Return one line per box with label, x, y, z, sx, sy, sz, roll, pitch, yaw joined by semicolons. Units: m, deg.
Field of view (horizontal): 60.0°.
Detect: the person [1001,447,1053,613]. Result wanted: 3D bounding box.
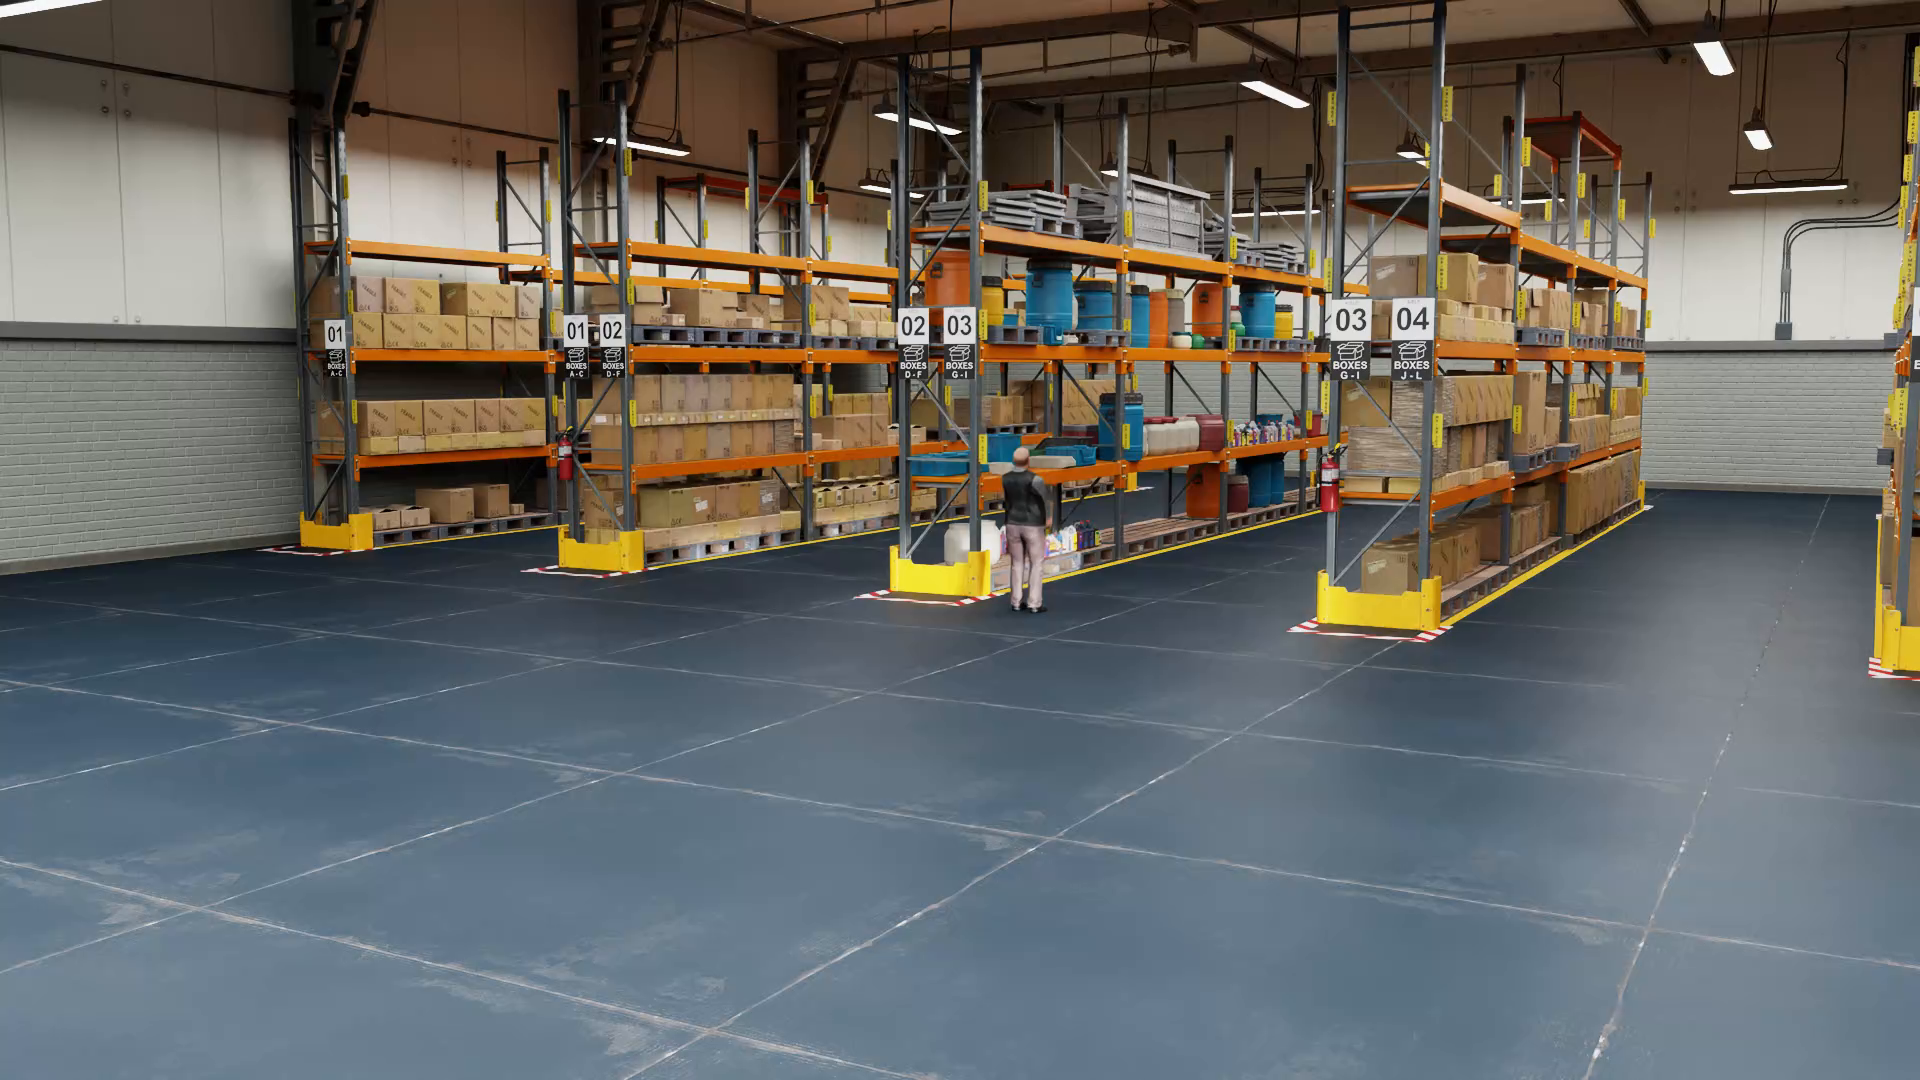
person;0.710;-0.116;17.409;0.495;1.717;0.546;3;7;29
